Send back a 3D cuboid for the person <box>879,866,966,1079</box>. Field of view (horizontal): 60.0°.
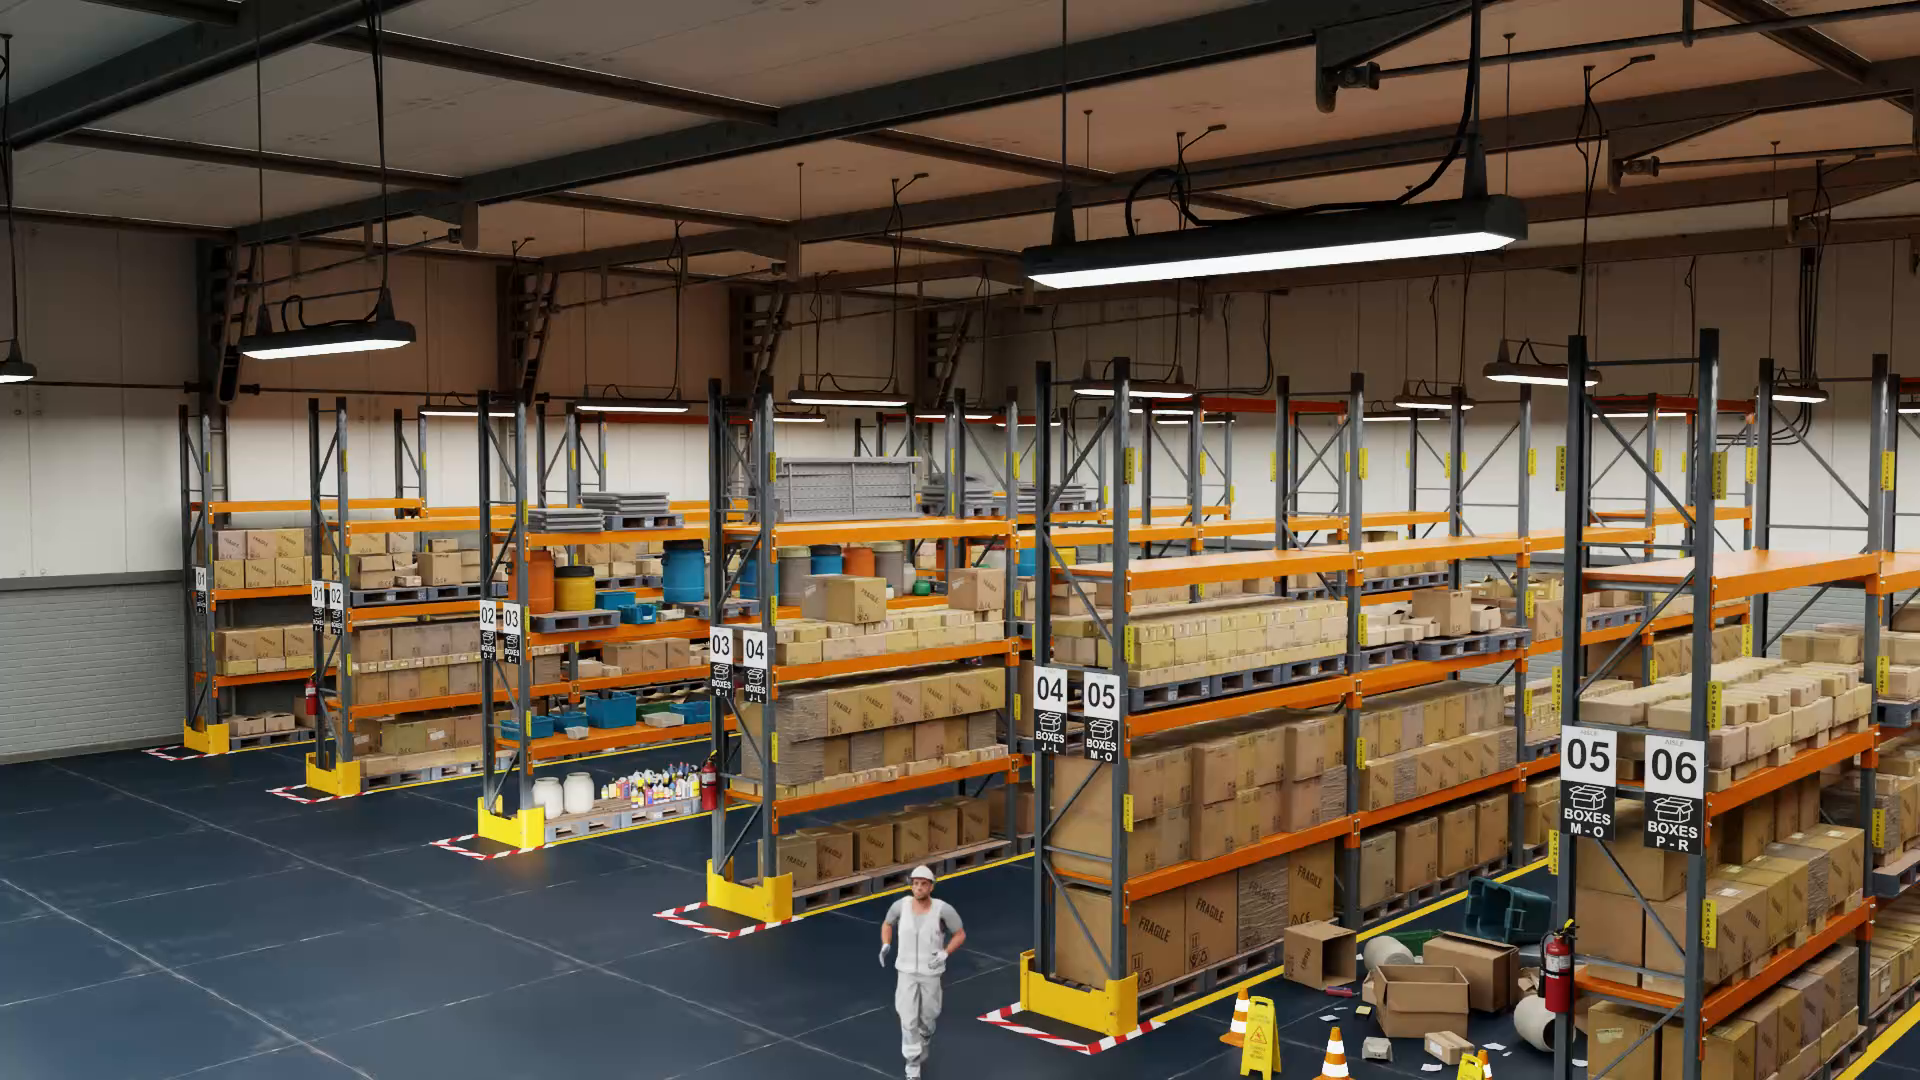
[{"bbox_3d":[-0.314,3.569,13.657,0.711,1.806,0.832,0,3,8],"label":"person"}]

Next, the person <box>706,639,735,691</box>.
[{"bbox_3d":[-4.962,2.514,34.056,0.582,1.669,0.833,3,4,41],"label":"person"}]
